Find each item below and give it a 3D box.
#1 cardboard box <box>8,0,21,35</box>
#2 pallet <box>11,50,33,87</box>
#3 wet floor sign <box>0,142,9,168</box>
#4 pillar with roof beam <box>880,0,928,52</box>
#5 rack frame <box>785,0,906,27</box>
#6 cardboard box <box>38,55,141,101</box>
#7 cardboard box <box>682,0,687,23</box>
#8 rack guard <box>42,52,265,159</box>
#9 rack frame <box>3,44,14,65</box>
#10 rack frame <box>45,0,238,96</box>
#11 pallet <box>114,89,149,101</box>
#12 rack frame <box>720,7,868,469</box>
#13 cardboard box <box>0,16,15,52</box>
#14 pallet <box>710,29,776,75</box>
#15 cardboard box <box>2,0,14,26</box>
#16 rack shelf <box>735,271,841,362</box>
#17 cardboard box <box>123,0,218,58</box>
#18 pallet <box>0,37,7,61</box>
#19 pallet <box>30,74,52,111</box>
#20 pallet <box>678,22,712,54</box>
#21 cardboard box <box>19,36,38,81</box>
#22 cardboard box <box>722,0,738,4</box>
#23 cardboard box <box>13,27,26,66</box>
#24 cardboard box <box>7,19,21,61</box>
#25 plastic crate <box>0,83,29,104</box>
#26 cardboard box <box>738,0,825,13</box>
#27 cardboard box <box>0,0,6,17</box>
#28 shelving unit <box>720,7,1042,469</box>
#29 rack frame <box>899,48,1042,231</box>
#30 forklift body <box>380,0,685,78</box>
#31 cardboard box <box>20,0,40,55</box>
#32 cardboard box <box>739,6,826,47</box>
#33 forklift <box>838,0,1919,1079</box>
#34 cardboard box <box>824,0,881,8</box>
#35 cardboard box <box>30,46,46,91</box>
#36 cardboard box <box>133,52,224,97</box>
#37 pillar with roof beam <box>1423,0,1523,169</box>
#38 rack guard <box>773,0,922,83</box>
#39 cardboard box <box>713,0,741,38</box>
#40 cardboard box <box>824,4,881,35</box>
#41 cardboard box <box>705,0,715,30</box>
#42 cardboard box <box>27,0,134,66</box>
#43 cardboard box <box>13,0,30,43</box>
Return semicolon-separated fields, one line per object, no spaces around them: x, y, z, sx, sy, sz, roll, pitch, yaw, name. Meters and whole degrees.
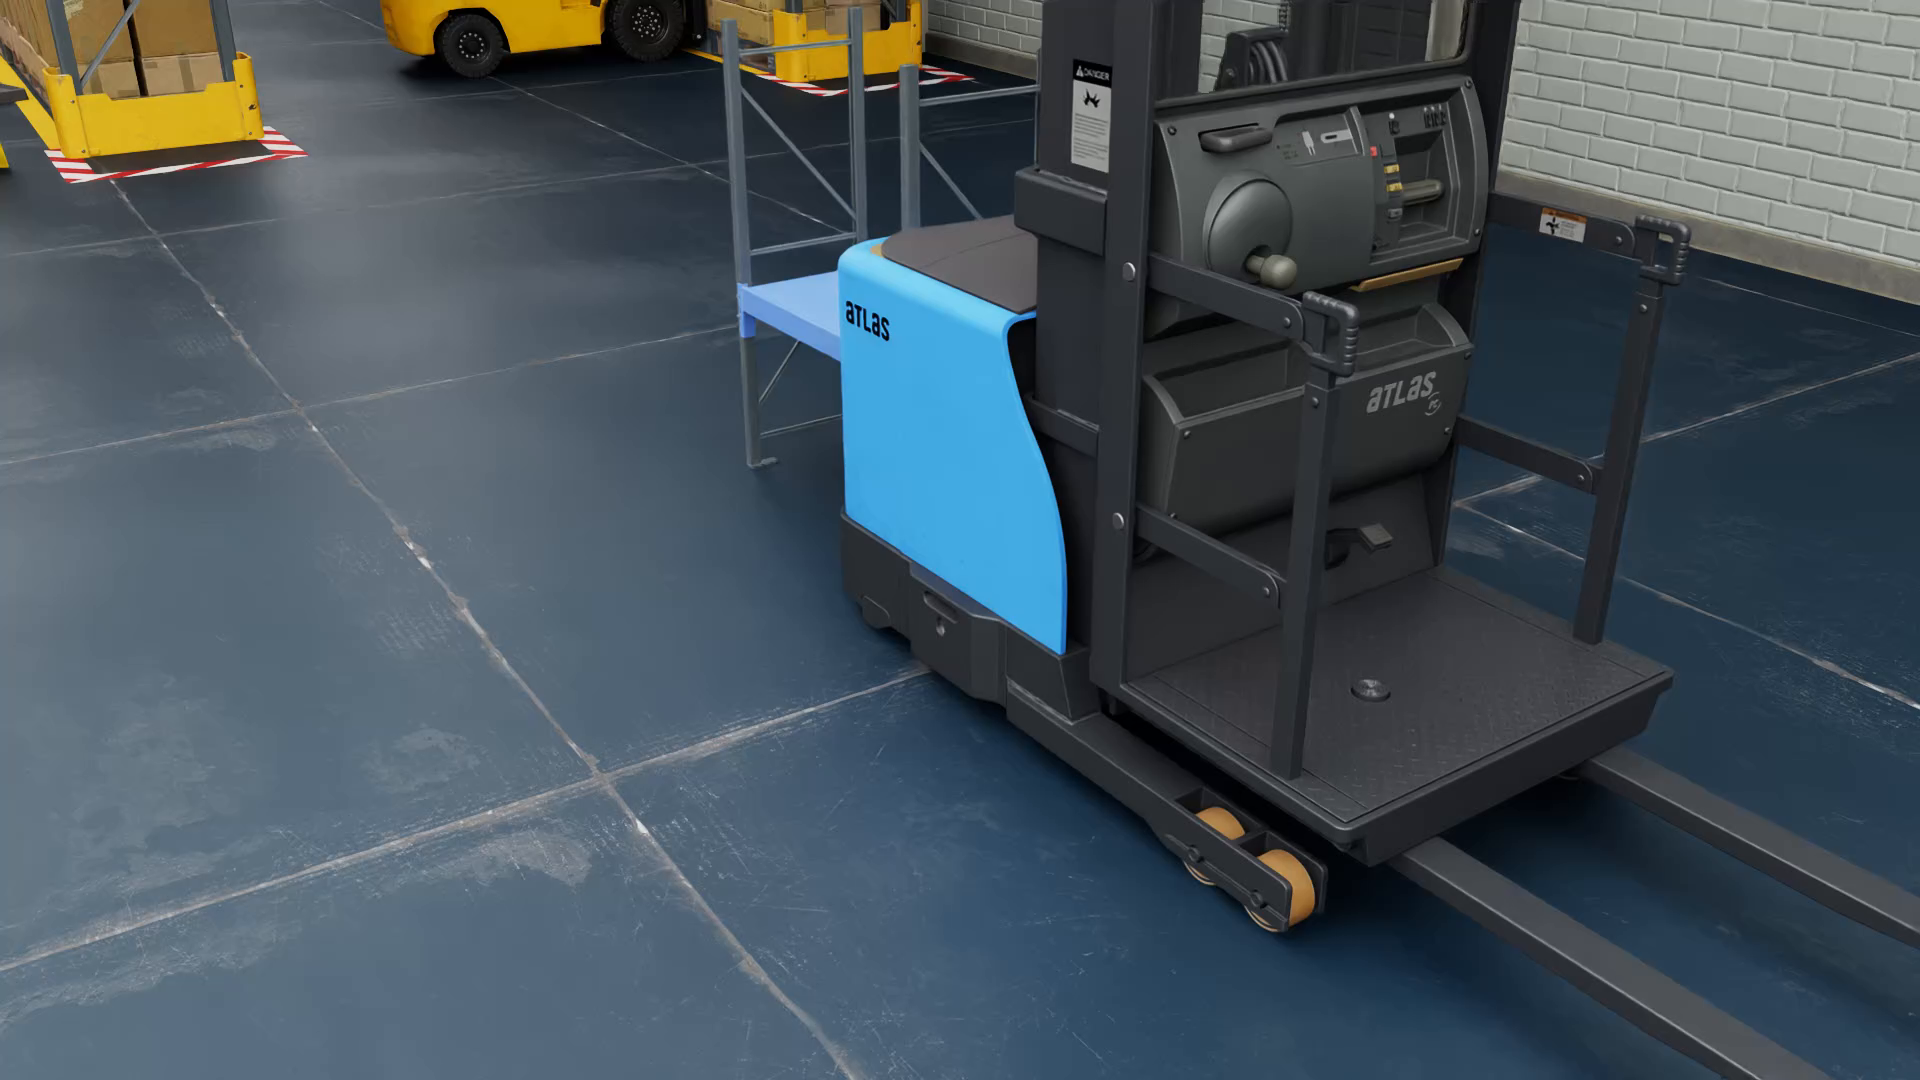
-6.531;-3.923;11.897;0.500;0.500;0.500;-14;29;-27;cardboard box
-6.815;-3.793;13.037;1.003;0.211;1.213;-16;29;-30;pallet
-5.820;-2.473;9.733;0.267;0.644;0.232;-6;26;-12;wet floor sign
-4.103;-7.182;9.923;9.100;9.000;0.400;-16;29;-30;pillar with roof beam
-0.871;-5.013;12.356;1.000;3.000;0.127;-16;29;-30;rack frame
-5.707;-3.037;10.898;0.500;0.250;0.500;-16;29;-30;cardboard box
-2.223;-4.596;14.201;0.500;0.250;0.500;-15;29;-28;cardboard box
-5.069;-2.752;10.494;1.175;0.500;0.348;-16;29;-30;rack guard
-7.211;-5.286;12.934;1.000;3.000;0.127;-16;29;-30;rack frame
-5.027;-3.855;9.903;1.000;3.000;0.127;-16;29;-30;rack frame
-5.483;-2.920;11.189;1.003;0.211;1.213;-16;29;-30;pallet
-0.530;-0.992;5.595;0.500;1.500;0.032;-17;30;-31;rack frame
-7.115;-3.958;12.851;0.500;0.250;0.500;-17;30;-32;cardboard box
-1.323;-4.016;13.510;1.003;0.211;1.213;-16;29;-30;pallet
-6.813;-4.109;12.291;0.500;0.500;0.500;-14;29;-28;cardboard box
-0.239;-0.652;5.295;0.538;0.185;1.000;-17;30;-31;rack shelf
-5.250;-3.502;11.006;0.500;0.500;0.500;-17;30;-31;cardboard box
-7.637;-4.303;14.118;1.003;0.211;1.213;-16;29;-30;pallet
-6.145;-3.356;12.112;1.003;0.211;1.213;-16;29;-30;pallet
-1.985;-4.452;14.433;1.003;0.211;1.213;-16;29;-30;pallet
-6.261;-3.401;11.670;0.500;0.250;0.500;-17;30;-31;cardboard box
-1.663;-4.469;13.346;0.500;0.250;0.500;-16;30;-30;cardboard box
-6.523;-3.581;12.051;0.500;0.250;0.500;-16;30;-30;cardboard box
-6.814;-3.770;12.452;0.500;0.250;0.500;-14;29;-27;cardboard box
-7.041;-3.213;11.962;0.583;0.080;0.402;18;31;33;plastic crate
-1.398;-4.287;12.961;0.500;0.250;0.500;-16;30;-30;cardboard box
-7.115;-4.298;12.690;0.500;0.500;0.500;-14;29;-27;cardboard box
-0.239;-0.814;5.218;0.538;1.500;1.048;-17;30;-31;shelving unit
0.052;-0.636;4.841;0.500;1.500;0.032;-17;30;-31;rack frame
-3.434;-4.883;13.073;2.313;2.155;1.214;-16;29;-30;forklift body
-5.971;-3.552;11.112;0.500;0.500;0.500;-14;29;-28;cardboard box
-1.392;-4.054;13.053;0.500;0.250;0.500;-15;29;-29;cardboard box
0.916;-0.737;3.377;1.130;2.935;3.031;-17;30;-31;forklift
-0.953;-4.402;13.205;0.500;0.250;0.500;-15;29;-29;cardboard box
-5.970;-3.215;11.276;0.500;0.250;0.500;-15;29;-29;cardboard box
-5.236;-3.155;11.148;0.500;0.250;0.500;-16;30;-30;cardboard box
-0.827;-5.036;5.377;9.100;9.000;0.400;-16;29;-30;pillar with roof beam
-0.858;-3.874;12.871;1.175;0.500;0.348;-16;29;-30;rack guard
-1.655;-4.234;13.435;0.500;0.250;0.500;-16;29;-30;cardboard box
-0.975;-4.181;13.322;0.500;0.250;0.500;-15;29;-29;cardboard box
-1.921;-4.415;13.818;0.500;0.250;0.500;-15;29;-29;cardboard box
-5.683;-3.367;10.718;0.500;0.500;0.500;-15;29;-29;cardboard box
-6.241;-3.735;11.498;0.500;0.500;0.500;-16;30;-31;cardboard box
